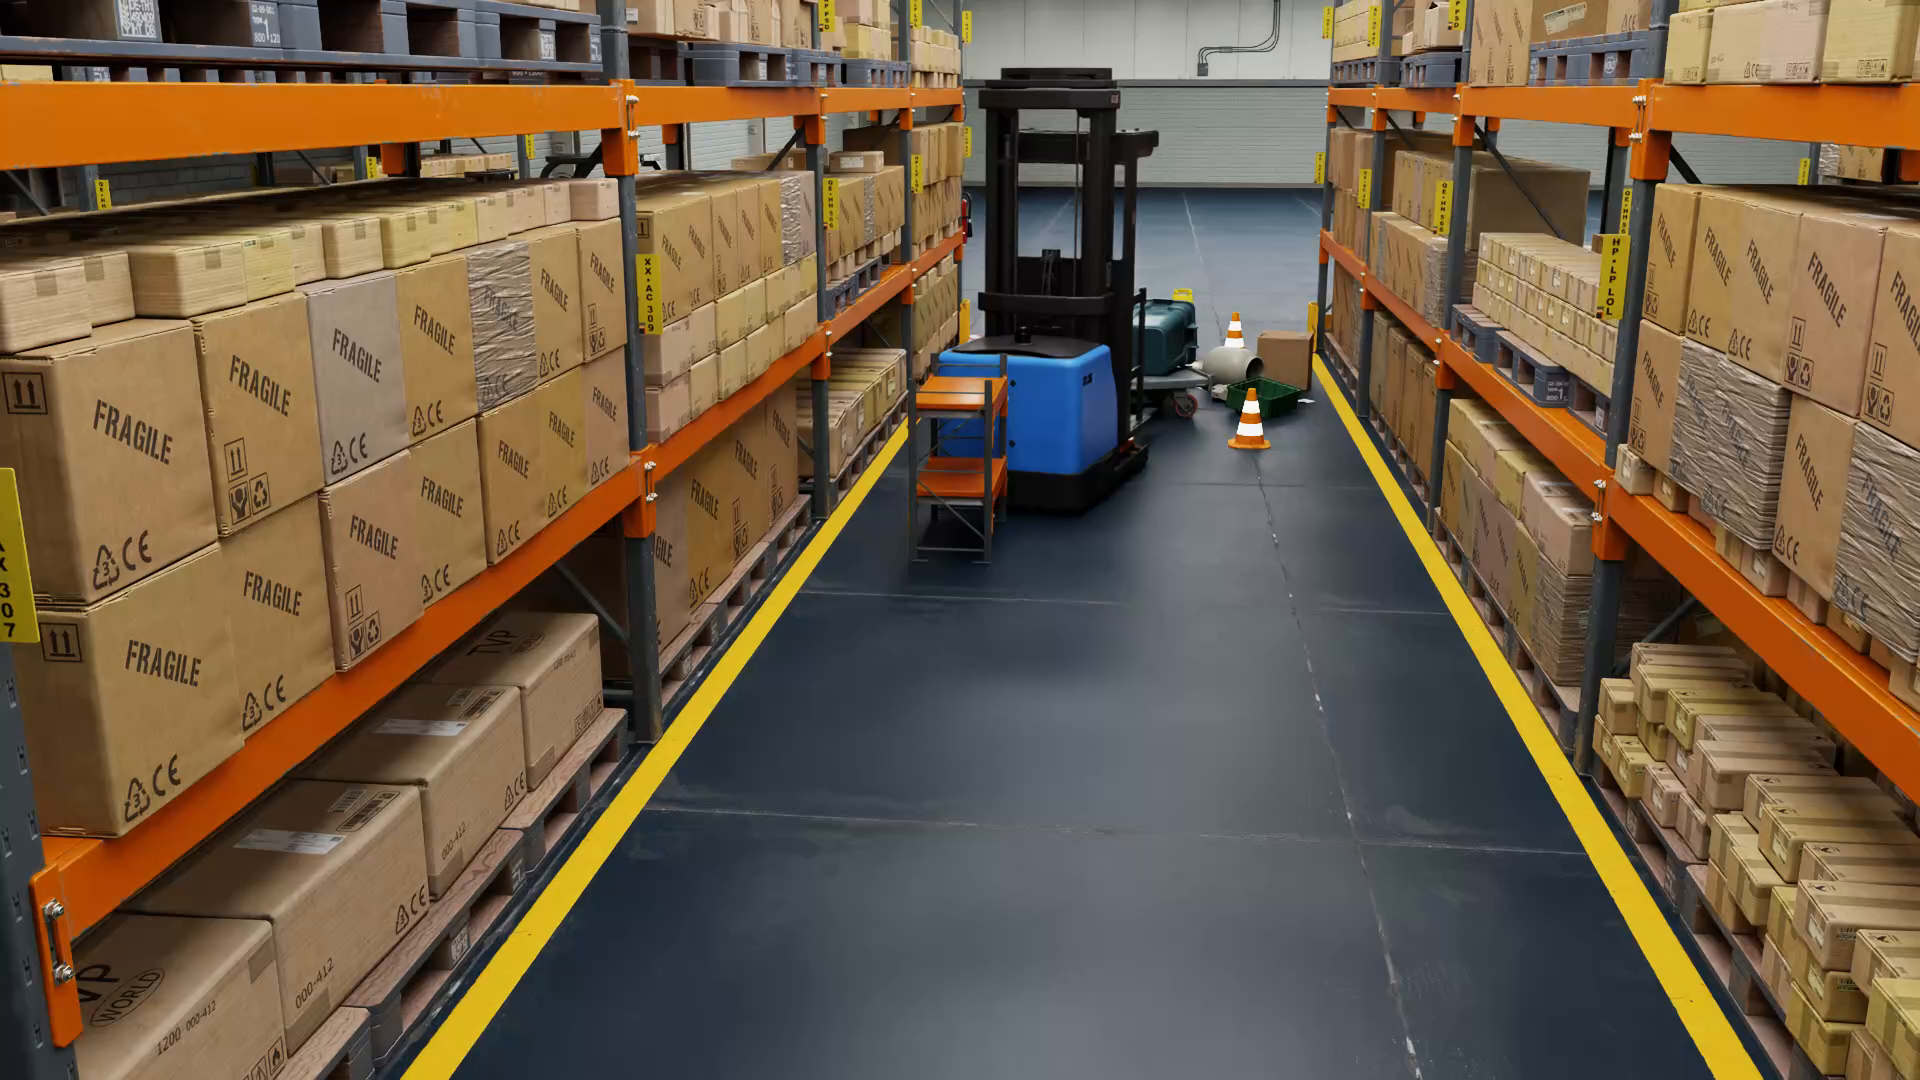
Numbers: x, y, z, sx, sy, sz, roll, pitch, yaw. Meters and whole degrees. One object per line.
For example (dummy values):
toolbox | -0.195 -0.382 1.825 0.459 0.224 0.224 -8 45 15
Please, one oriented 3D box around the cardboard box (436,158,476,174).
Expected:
cardboard box | -5.283 -3.900 17.334 0.380 0.149 0.250 2 15 7

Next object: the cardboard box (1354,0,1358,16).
cardboard box | 3.899 -4.987 15.568 0.380 0.149 0.250 2 15 7

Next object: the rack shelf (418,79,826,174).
rack shelf | -1.604 -2.190 8.646 1.077 0.370 4.000 2 15 6

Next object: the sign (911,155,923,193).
sign | -0.375 -3.189 14.490 0.100 0.325 0.005 2 15 6

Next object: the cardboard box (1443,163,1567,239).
cardboard box | 3.668 -2.267 11.191 0.700 0.500 0.500 1 15 5

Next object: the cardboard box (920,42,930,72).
cardboard box | -0.556 -4.405 15.176 0.500 0.250 0.500 2 15 6

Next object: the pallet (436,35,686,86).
pallet | -1.775 -2.165 7.543 0.805 0.209 1.217 1 15 4

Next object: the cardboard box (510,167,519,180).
cardboard box | -5.169 -4.091 18.611 0.380 0.149 0.250 2 15 7

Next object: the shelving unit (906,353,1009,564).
shelving unit | -0.001 -0.541 10.509 0.538 1.125 1.048 2 15 6

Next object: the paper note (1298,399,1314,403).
paper note | 3.179 -1.294 15.387 0.147 0.020 0.142 -10 18 -32

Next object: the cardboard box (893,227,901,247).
cardboard box | -0.711 -2.585 14.153 0.380 0.149 0.250 2 15 7

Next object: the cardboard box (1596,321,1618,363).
cardboard box | 2.978 -0.853 7.178 0.380 0.149 0.250 2 15 7

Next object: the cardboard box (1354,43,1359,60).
cardboard box | 3.868 -4.538 15.436 0.380 0.149 0.250 2 15 6

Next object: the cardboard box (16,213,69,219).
cardboard box | -6.475 -2.205 11.635 0.380 0.149 0.250 2 15 8

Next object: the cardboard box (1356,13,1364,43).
cardboard box | 3.919 -4.692 15.242 0.500 0.250 0.500 2 15 6

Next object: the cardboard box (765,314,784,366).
cardboard box | -1.292 -1.134 9.395 0.500 0.250 0.500 2 15 6

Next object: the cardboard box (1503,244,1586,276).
cardboard box | 3.217 -1.541 9.151 0.380 0.149 0.250 1 15 4

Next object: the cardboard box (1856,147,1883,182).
cardboard box | 8.920 -3.672 15.817 0.500 0.500 0.500 2 15 6

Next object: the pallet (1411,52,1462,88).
pallet | 3.572 -3.014 10.676 1.213 0.211 1.003 2 15 9

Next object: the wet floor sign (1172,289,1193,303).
wet floor sign | 2.490 -2.492 18.644 0.267 0.644 0.232 -1 15 -3

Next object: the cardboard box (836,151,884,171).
cardboard box | -0.819 -3.048 13.377 0.380 0.149 0.250 1 15 5

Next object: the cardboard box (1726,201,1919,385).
cardboard box | 2.676 -0.751 5.015 0.500 0.500 0.500 2 15 7

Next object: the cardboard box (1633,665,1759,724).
cardboard box | 2.766 0.588 6.257 0.380 0.149 0.250 2 15 9

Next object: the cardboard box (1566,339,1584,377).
cardboard box | 3.036 -0.838 7.692 0.380 0.149 0.250 1 15 3

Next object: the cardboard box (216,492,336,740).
cardboard box | -1.912 0.171 4.093 0.500 0.500 0.500 1 15 5

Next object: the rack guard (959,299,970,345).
rack guard | -0.484 -2.456 18.789 1.175 0.500 0.348 2 15 6

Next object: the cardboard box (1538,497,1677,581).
cardboard box | 2.933 -0.010 7.498 0.500 0.250 0.500 1 15 5

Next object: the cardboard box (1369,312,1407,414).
cardboard box | 4.022 -1.479 13.890 1.050 0.750 0.750 2 15 6

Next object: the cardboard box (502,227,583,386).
cardboard box | -1.674 -0.839 5.913 0.500 0.500 0.500 1 15 5

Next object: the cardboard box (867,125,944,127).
cardboard box | -0.530 -3.827 16.391 0.700 0.500 0.500 2 15 6

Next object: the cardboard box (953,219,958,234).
cardboard box | -0.223 -3.389 17.931 0.380 0.149 0.250 2 15 6

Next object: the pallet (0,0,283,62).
pallet | -2.208 -1.131 3.521 1.003 0.211 1.213 2 15 6

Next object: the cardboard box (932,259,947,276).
cardboard box | -0.344 -2.787 17.007 0.380 0.149 0.250 2 15 9

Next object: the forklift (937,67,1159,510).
forklift | 0.809 -1.958 12.288 1.130 2.935 3.031 5 16 19

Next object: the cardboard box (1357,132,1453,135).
cardboard box | 4.275 -3.634 15.998 0.875 0.550 0.500 2 15 6

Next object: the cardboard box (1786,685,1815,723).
cardboard box | 3.329 0.603 6.203 0.380 0.149 0.250 2 15 7

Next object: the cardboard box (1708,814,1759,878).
cardboard box | 2.631 1.000 5.303 0.380 0.149 0.250 2 15 6

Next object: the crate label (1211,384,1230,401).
crate label | 2.486 -1.364 15.446 0.298 0.136 0.250 -10 18 -32

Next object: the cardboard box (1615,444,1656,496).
cardboard box | 2.743 -0.266 6.380 0.380 0.149 0.250 2 15 8

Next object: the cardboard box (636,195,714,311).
cardboard box | -1.464 -1.340 7.763 0.500 0.500 0.500 2 15 6

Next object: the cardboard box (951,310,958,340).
cardboard box | -0.302 -2.334 18.012 0.500 0.250 0.500 2 15 6

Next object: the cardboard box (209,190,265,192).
cardboard box | -6.223 -2.934 14.333 0.380 0.149 0.250 2 15 6

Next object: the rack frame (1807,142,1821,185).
rack frame | 9.371 -3.391 17.456 1.000 3.000 0.127 2 15 6

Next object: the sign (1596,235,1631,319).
sign | 2.548 -1.025 6.489 0.100 0.325 0.005 2 15 6

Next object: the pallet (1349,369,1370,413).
pallet | 4.167 -1.375 15.341 1.003 0.211 1.213 2 15 6

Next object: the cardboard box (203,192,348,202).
cardboard box | -2.271 -1.075 5.542 0.380 0.149 0.250 1 15 5

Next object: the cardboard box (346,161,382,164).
cardboard box | -5.947 -3.718 16.663 0.380 0.149 0.250 2 15 6

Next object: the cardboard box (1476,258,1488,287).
cardboard box | 3.298 -1.594 9.917 0.380 0.149 0.250 2 15 9

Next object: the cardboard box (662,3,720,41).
cardboard box | -1.339 -2.426 7.785 0.380 0.166 0.250 1 15 2

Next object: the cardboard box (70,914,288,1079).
cardboard box | -2.306 1.327 4.112 0.875 0.438 0.875 1 15 4

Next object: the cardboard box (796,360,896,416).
cardboard box | -1.061 -1.257 13.793 0.950 0.372 0.625 3 15 10

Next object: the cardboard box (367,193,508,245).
cardboard box | -1.727 -1.064 5.499 0.380 0.149 0.250 2 15 6

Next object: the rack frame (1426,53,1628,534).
rack frame | 3.552 -1.488 10.420 1.000 3.000 0.127 2 15 6
